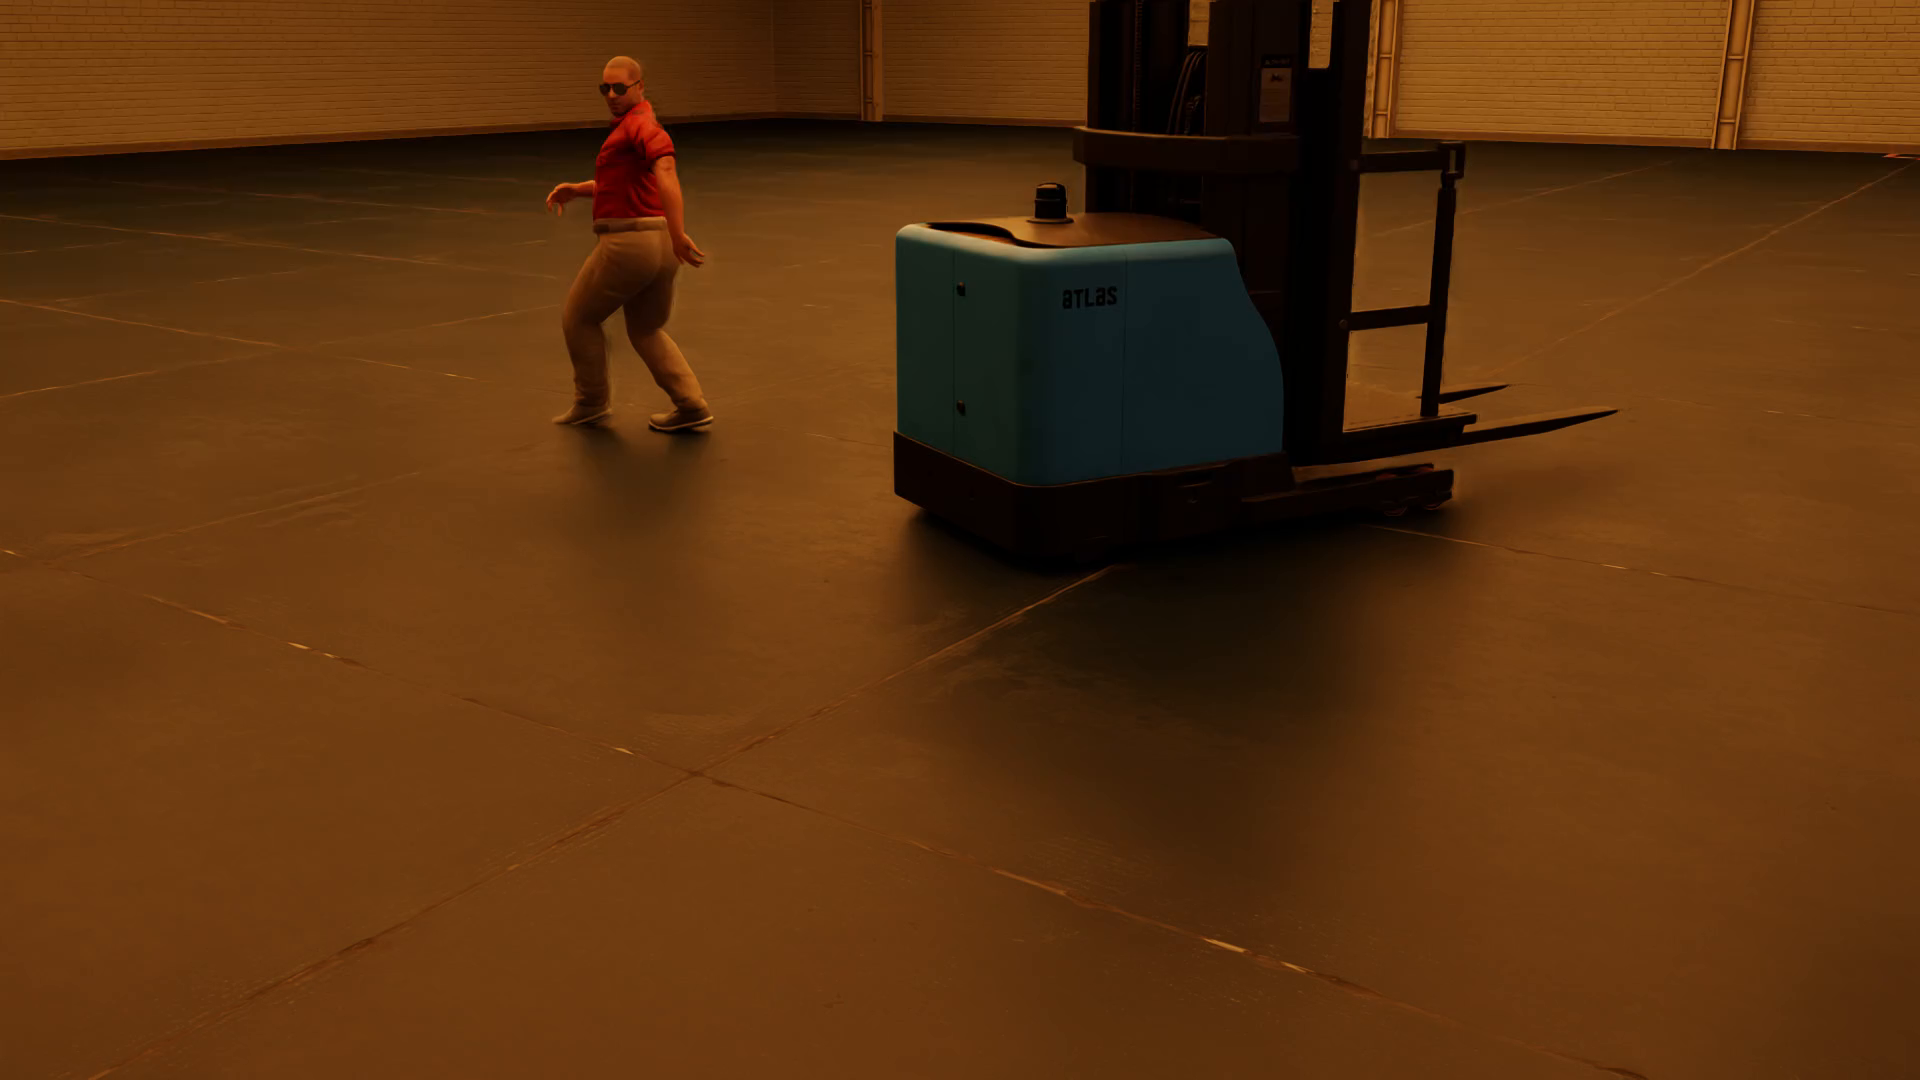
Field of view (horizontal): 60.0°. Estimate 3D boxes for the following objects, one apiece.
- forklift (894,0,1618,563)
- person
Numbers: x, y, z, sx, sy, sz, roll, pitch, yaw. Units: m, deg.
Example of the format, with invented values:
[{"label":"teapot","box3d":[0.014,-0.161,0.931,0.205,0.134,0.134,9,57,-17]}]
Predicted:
[{"label":"forklift","box3d":[1.290,-1.611,6.219,3.031,2.935,1.130,-9,19,-28]},{"label":"person","box3d":[-1.469,-1.293,7.463,0.957,1.689,0.564,6,18,20]}]
